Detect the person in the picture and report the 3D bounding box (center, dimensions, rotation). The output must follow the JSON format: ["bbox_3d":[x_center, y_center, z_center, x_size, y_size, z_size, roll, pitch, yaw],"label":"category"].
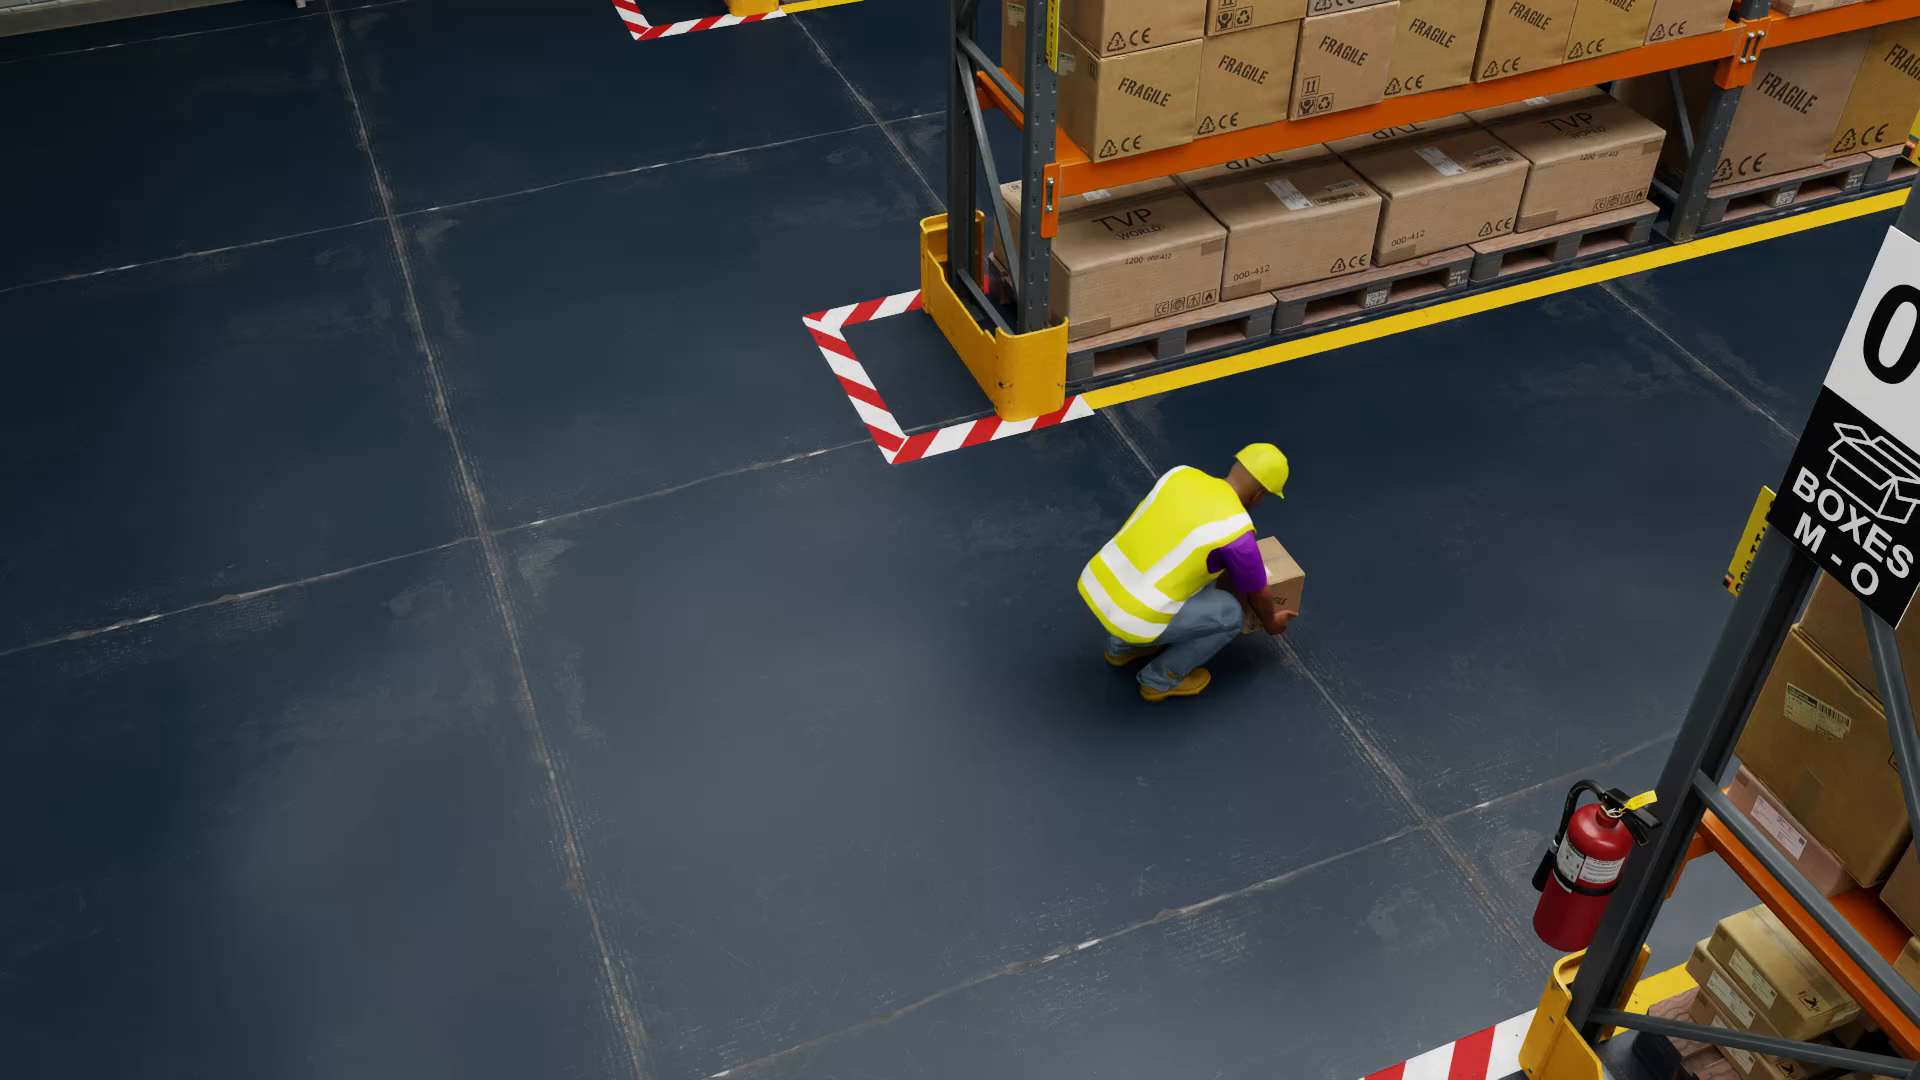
[{"bbox_3d":[0.899,0.116,6.586,0.897,1.013,0.542,-16,44,-18],"label":"person"}]
